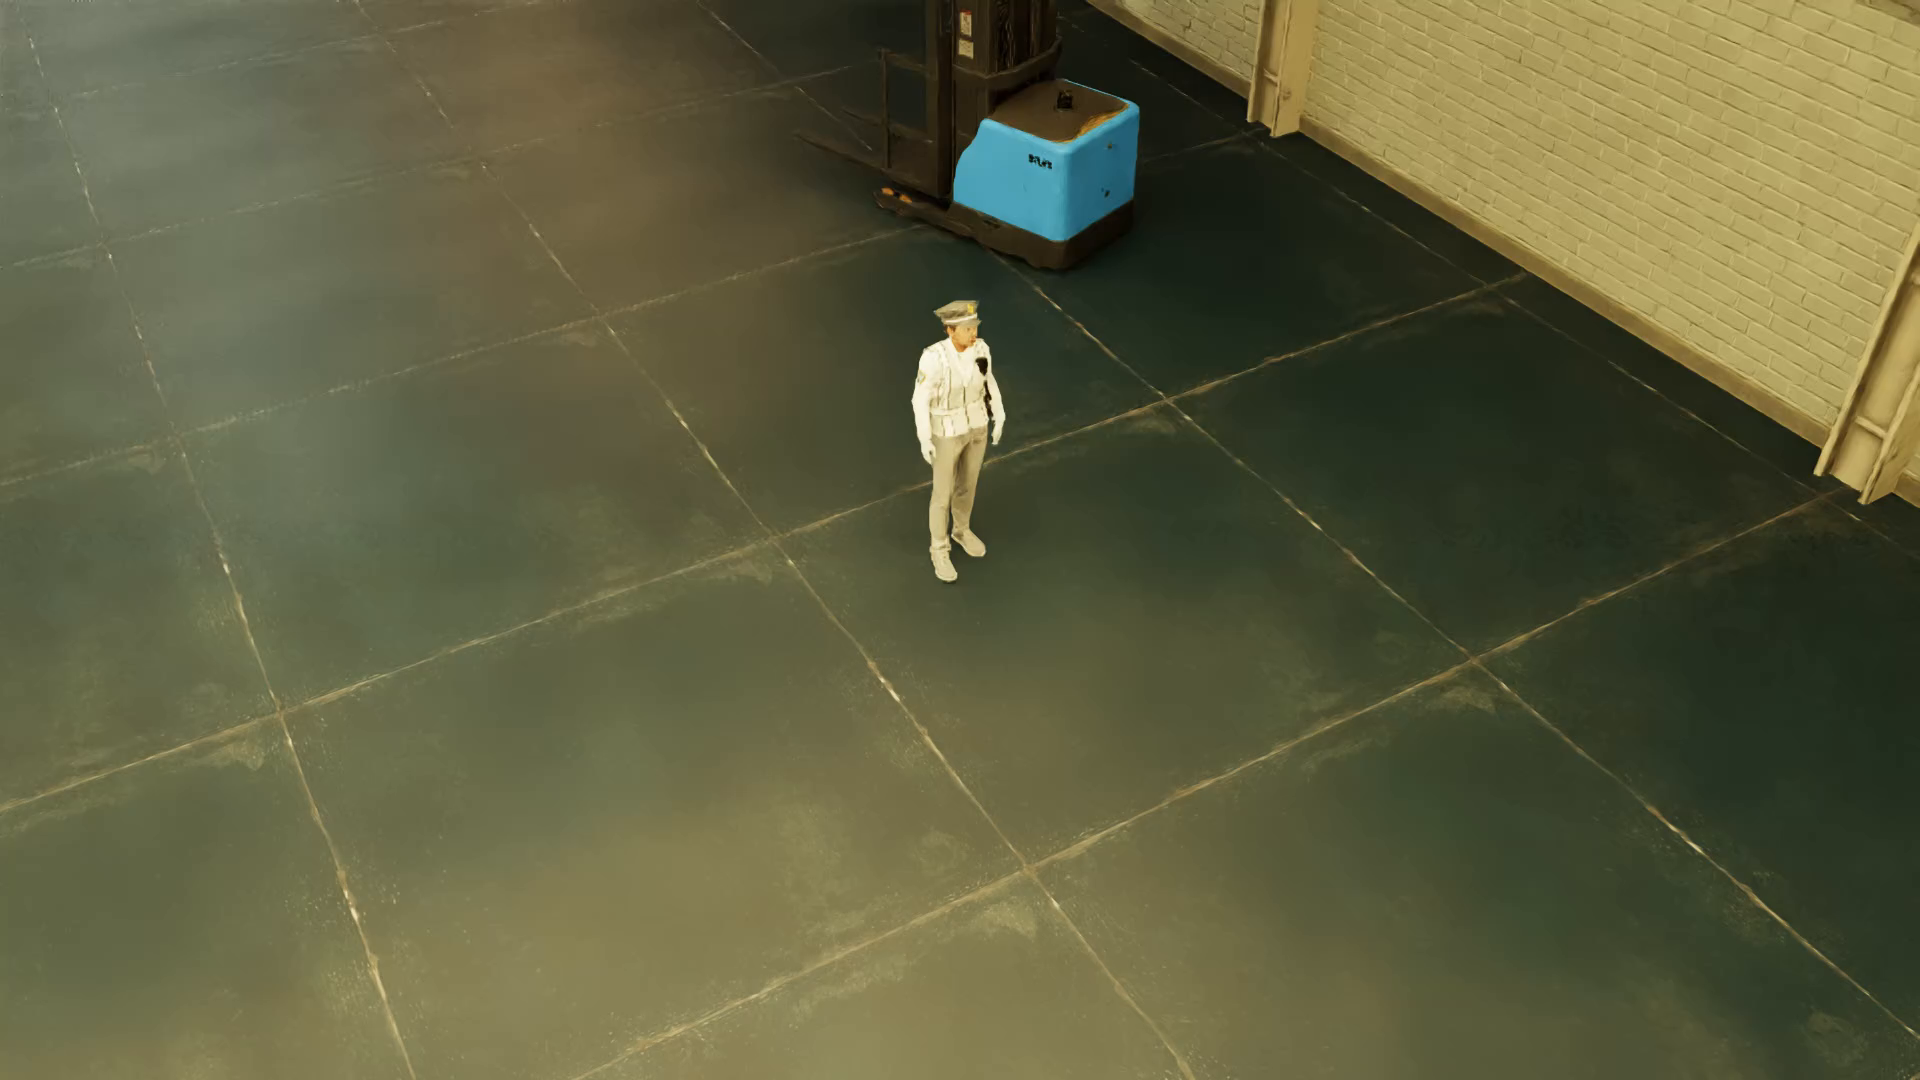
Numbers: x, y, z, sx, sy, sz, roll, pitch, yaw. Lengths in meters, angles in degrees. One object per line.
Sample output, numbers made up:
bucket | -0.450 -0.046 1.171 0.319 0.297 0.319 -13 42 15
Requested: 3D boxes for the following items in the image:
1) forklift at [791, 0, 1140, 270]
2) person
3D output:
forklift | -0.067 -3.987 12.843 3.031 2.935 1.130 28 47 30
person | 0.028 -0.619 9.738 0.586 1.695 0.532 -20 44 -23
